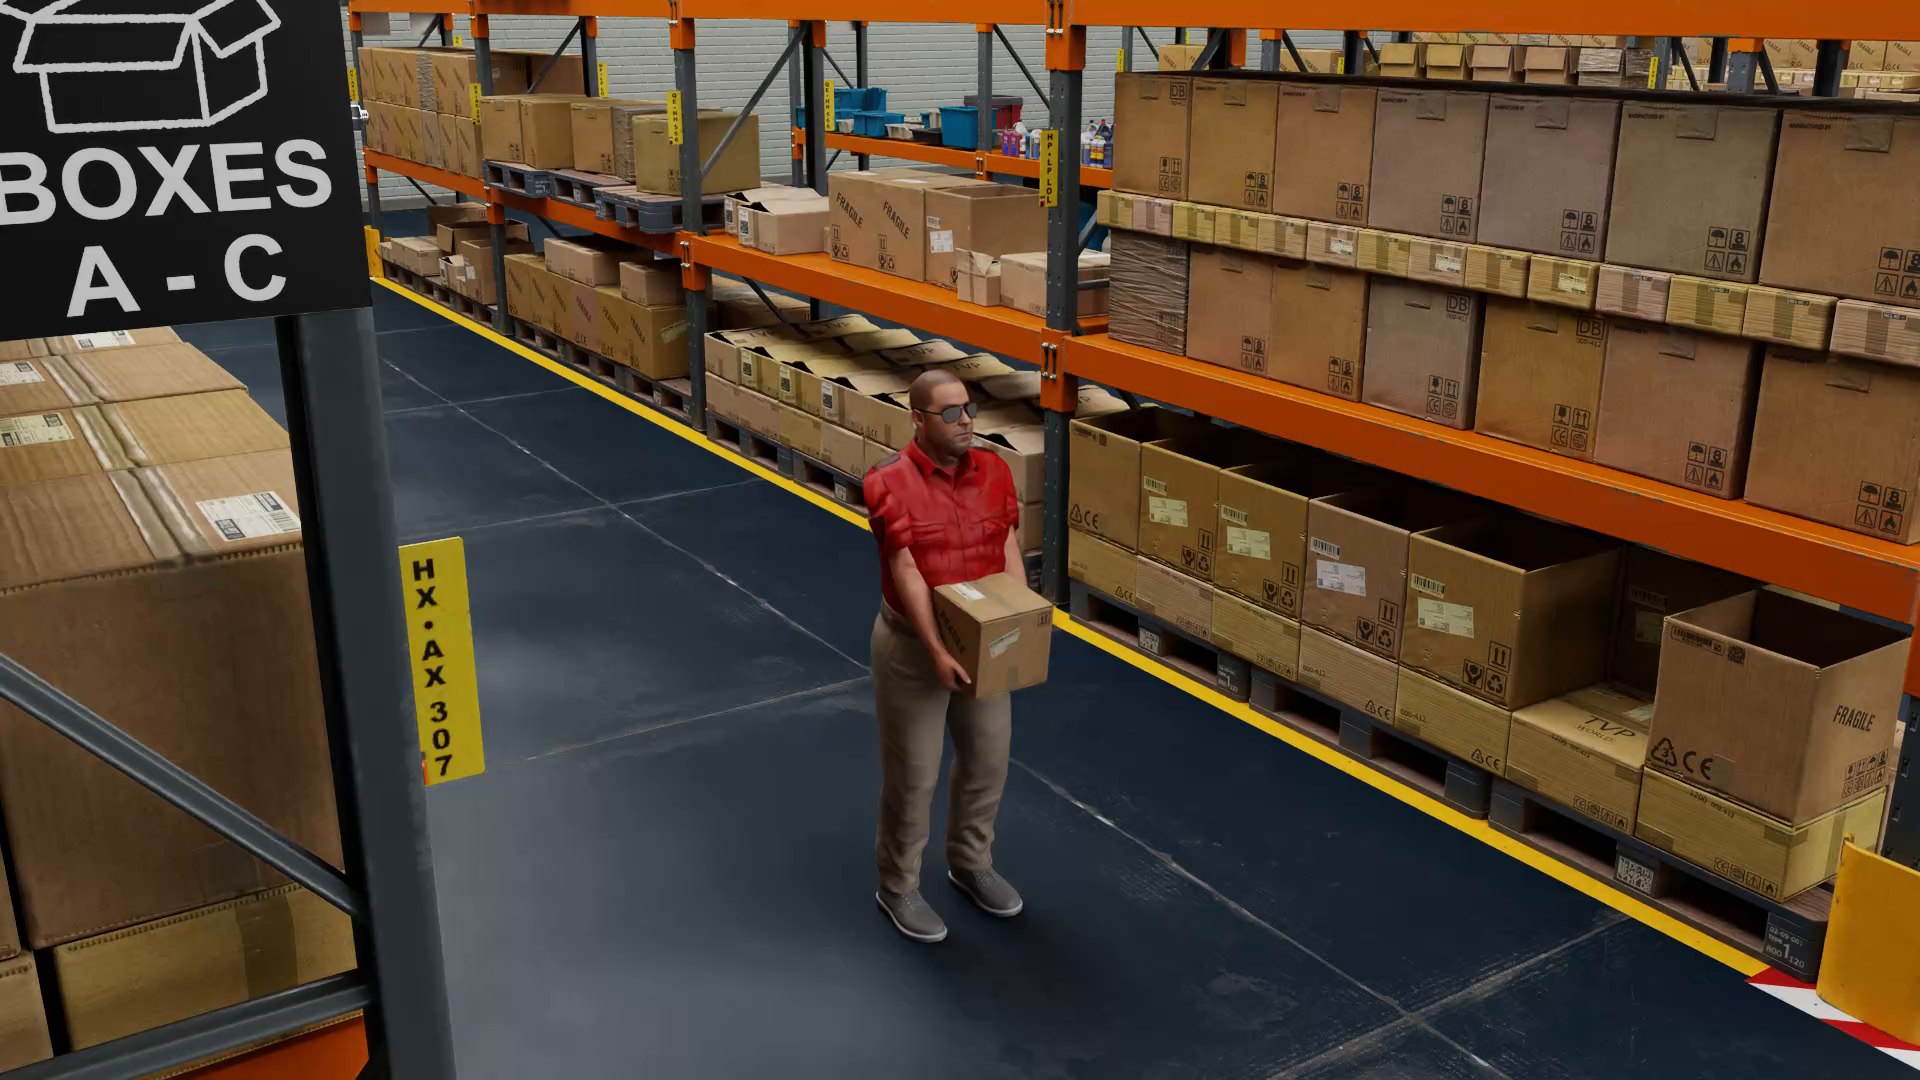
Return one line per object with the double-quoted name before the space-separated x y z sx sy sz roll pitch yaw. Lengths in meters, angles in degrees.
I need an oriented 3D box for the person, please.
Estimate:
"person" -0.040 0.337 5.038 0.584 1.725 0.398 -12 22 -34
